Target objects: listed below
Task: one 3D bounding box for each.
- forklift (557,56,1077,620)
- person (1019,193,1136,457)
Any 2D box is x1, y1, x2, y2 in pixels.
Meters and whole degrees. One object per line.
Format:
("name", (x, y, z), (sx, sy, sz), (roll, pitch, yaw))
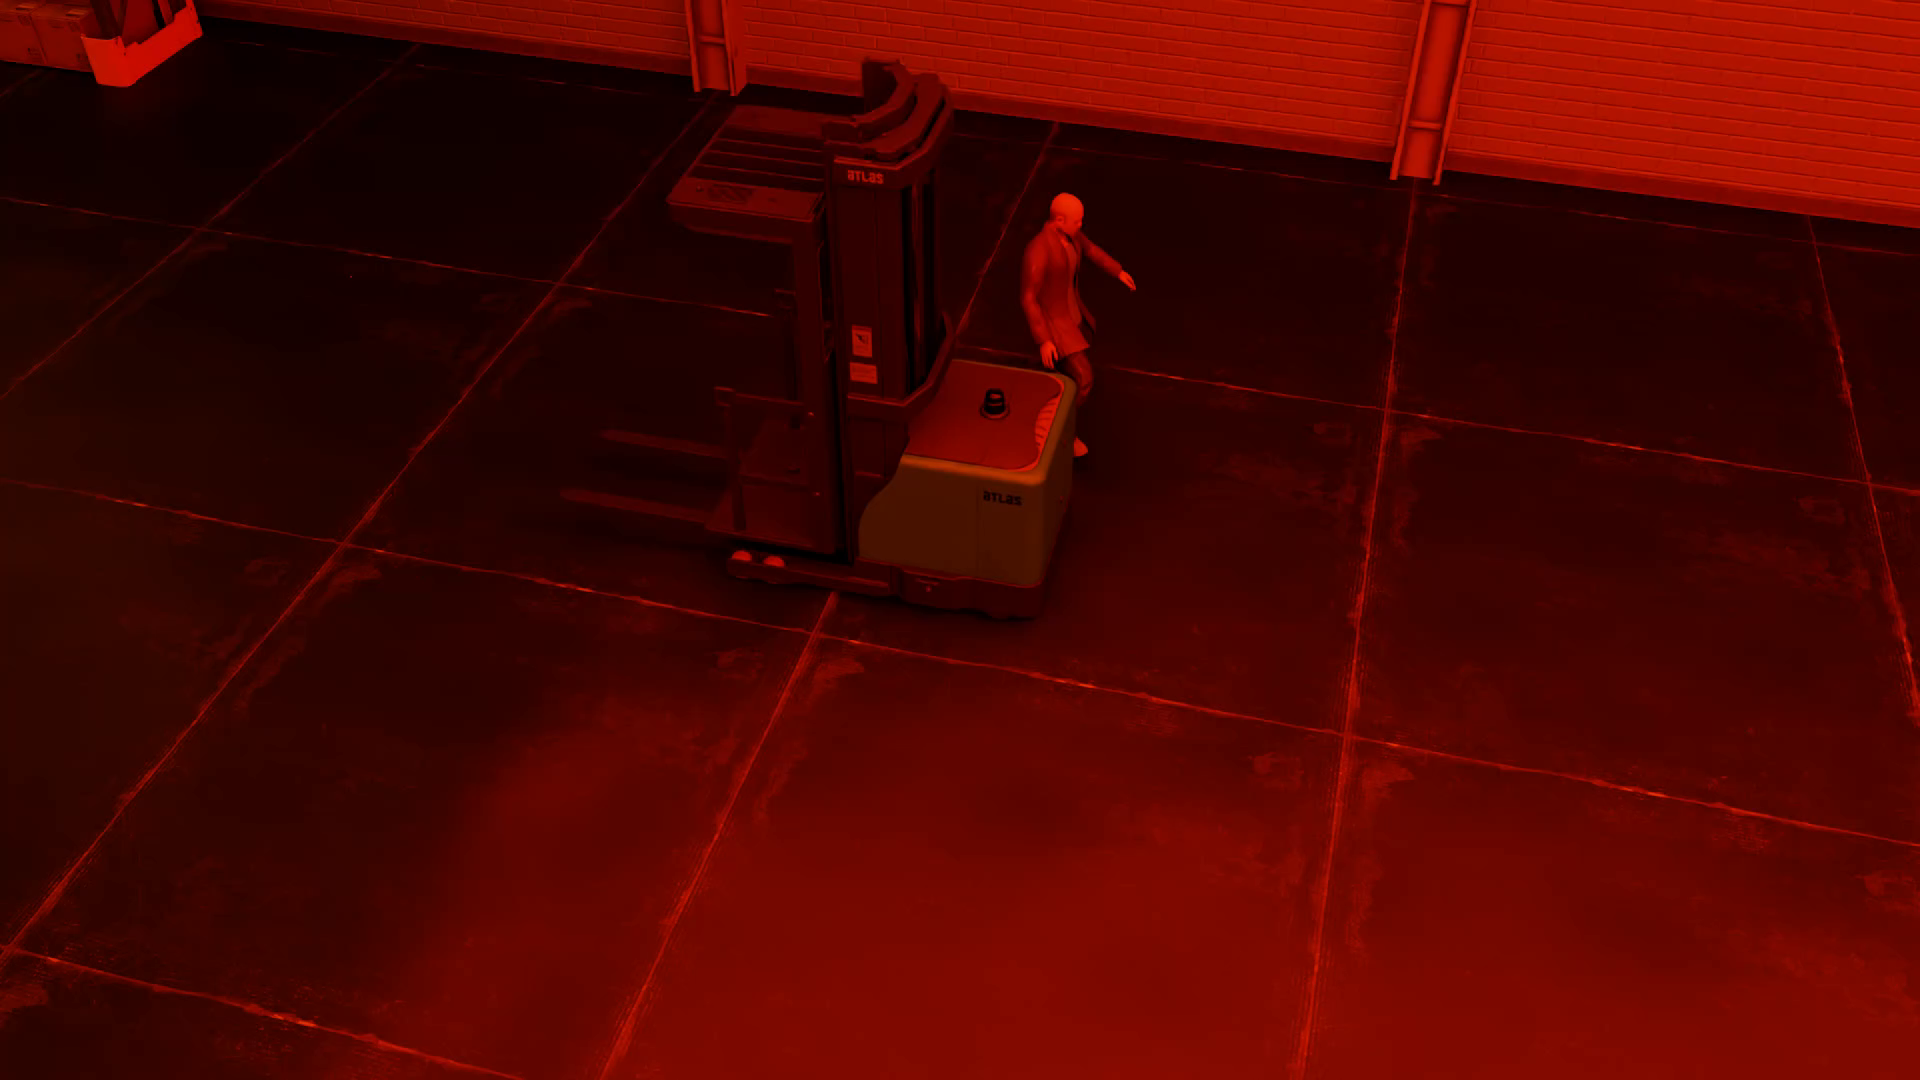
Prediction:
("forklift", (-0.889, -1.170, 9.197), (3.031, 2.935, 1.130), (10, 42, 11))
("person", (0.666, -1.457, 10.546), (0.786, 1.640, 1.003), (19, 45, 21))
